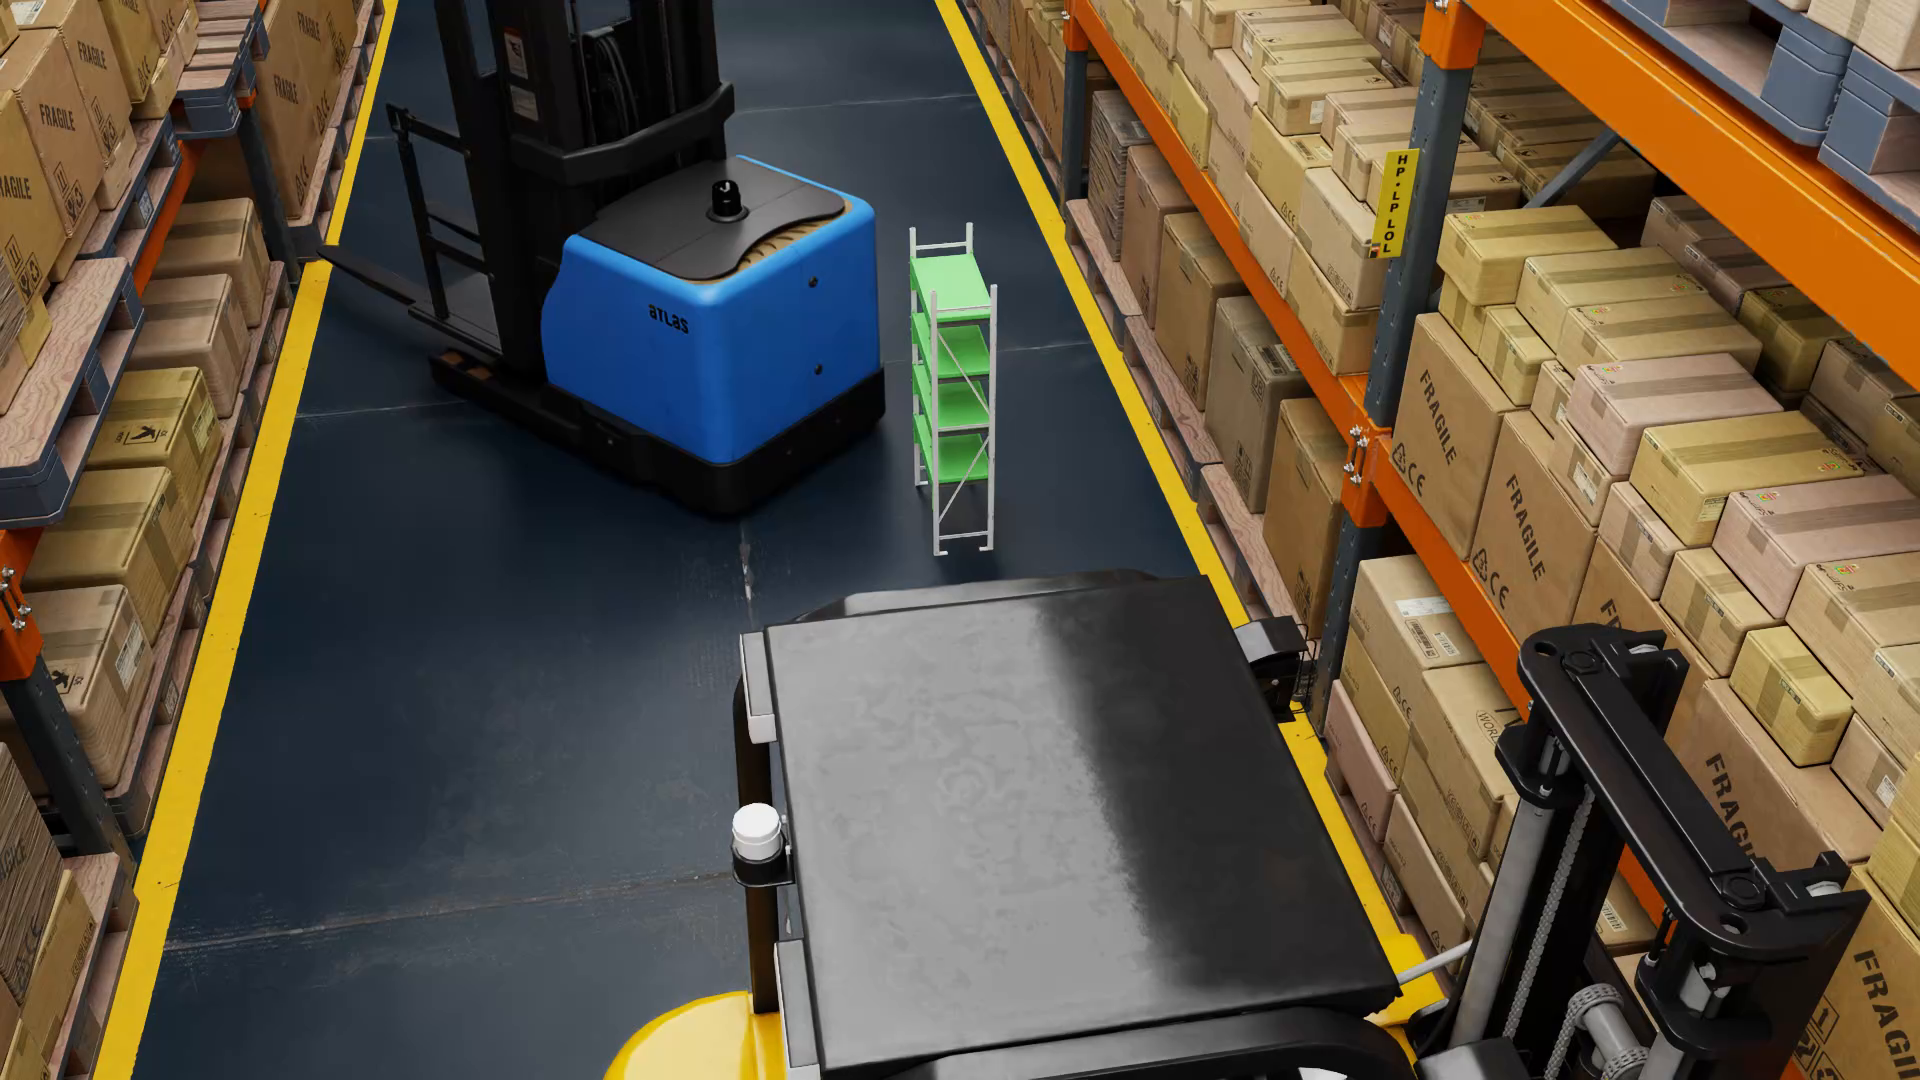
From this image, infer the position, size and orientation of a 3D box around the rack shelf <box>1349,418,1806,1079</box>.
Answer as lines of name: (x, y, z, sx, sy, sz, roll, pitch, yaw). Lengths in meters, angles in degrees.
rack shelf: (2.093, 0.921, 3.706, 1.077, 0.370, 4.000, -6, 38, -8)

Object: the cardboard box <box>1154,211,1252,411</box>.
cardboard box: (1.378, -1.037, 7.233, 0.875, 0.625, 0.625, -8, 39, -10)

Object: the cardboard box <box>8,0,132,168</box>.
cardboard box: (-3.206, -1.583, 5.677, 0.500, 0.500, 0.500, -8, 39, -10)

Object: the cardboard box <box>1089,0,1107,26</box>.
cardboard box: (0.879, -2.634, 7.817, 0.500, 0.250, 0.500, -6, 38, -8)

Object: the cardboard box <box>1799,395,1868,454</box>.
cardboard box: (2.252, -0.240, 4.003, 0.380, 0.149, 0.250, -6, 38, -8)

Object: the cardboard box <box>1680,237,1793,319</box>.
cardboard box: (2.099, -0.668, 4.312, 0.380, 0.149, 0.250, -7, 38, -9)

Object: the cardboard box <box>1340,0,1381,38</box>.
cardboard box: (1.671, -2.028, 6.305, 0.380, 0.149, 0.250, -6, 38, -8)

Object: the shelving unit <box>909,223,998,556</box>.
shelving unit: (-0.029, -0.574, 6.511, 0.258, 1.200, 0.503, -6, 38, -8)

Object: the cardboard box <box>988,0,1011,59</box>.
cardboard box: (0.474, -3.329, 10.285, 0.500, 0.500, 0.500, -8, 38, -10)

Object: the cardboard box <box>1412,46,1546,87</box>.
cardboard box: (1.789, -1.573, 5.719, 0.380, 0.149, 0.250, -7, 38, -8)

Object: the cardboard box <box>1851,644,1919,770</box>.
cardboard box: (1.899, 0.312, 3.050, 0.380, 0.149, 0.250, -6, 38, -7)

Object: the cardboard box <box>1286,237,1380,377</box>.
cardboard box: (1.397, -0.788, 5.442, 0.500, 0.250, 0.500, -5, 38, -7)

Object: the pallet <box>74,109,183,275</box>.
pallet: (-3.457, -1.184, 5.985, 1.003, 0.211, 1.213, -6, 38, -8)

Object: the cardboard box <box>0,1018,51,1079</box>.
cardboard box: (-2.672, 1.534, 4.230, 0.500, 0.250, 0.500, -7, 38, -9)

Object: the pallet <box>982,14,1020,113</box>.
pallet: (0.737, -3.076, 10.538, 1.003, 0.211, 1.213, -6, 38, -8)

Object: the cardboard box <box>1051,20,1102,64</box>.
cardboard box: (0.706, -2.693, 8.938, 0.380, 0.149, 0.250, -8, 39, -10)

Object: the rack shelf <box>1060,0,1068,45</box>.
rack shelf: (0.691, -3.911, 9.926, 1.077, 0.370, 4.000, -6, 38, -8)

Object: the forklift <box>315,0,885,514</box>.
forklift: (-1.802, -2.009, 6.946, 3.031, 2.935, 1.130, 26, 45, 29)

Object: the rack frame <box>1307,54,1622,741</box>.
rack frame: (1.743, -0.571, 5.040, 1.000, 3.000, 0.127, -6, 38, -8)

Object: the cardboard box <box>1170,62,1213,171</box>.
cardboard box: (1.148, -1.705, 6.623, 0.500, 0.250, 0.500, -5, 38, -6)

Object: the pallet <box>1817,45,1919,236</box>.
pallet: (2.128, -0.473, 2.541, 1.003, 0.211, 1.213, -6, 38, -8)

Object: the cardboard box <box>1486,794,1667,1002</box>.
cardboard box: (1.697, 0.889, 4.244, 0.500, 0.250, 0.500, -5, 38, -6)

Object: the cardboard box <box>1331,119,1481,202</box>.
cardboard box: (1.401, -1.203, 5.244, 0.380, 0.149, 0.250, -7, 38, -9)

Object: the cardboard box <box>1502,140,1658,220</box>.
cardboard box: (1.892, -1.102, 5.113, 0.380, 0.149, 0.250, -7, 38, -9)

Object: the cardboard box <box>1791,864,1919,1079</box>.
cardboard box: (1.927, 0.913, 3.049, 0.500, 0.500, 0.500, -7, 38, -9)

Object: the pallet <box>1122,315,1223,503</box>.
pallet: (1.358, -0.649, 7.414, 1.003, 0.211, 1.213, -6, 38, -8)

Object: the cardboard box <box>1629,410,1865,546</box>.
cardboard box: (1.711, -0.138, 3.630, 0.380, 0.149, 0.250, -7, 38, -9)

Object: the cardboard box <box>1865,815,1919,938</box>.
cardboard box: (1.858, 0.598, 2.925, 0.380, 0.149, 0.250, -6, 38, -8)

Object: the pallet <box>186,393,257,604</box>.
pallet: (-3.499, -0.142, 6.761, 1.003, 0.211, 1.213, -6, 38, -8)

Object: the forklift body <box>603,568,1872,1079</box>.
forklift body: (0.315, 1.231, 3.412, 2.313, 2.155, 1.214, -6, 38, -8)

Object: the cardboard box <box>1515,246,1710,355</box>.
cardboard box: (1.659, -0.613, 4.242, 0.380, 0.149, 0.250, -6, 38, -7)

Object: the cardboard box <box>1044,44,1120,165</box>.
cardboard box: (0.756, -2.398, 9.087, 0.500, 0.500, 0.500, -5, 38, -7)

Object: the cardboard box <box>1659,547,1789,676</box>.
cardboard box: (1.736, 0.130, 3.527, 0.380, 0.149, 0.250, -7, 38, -9)

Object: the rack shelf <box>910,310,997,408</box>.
rack shelf: (-0.029, -0.713, 6.403, 0.258, 0.148, 0.480, -6, 38, -8)

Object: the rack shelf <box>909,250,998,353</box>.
rack shelf: (-0.029, -0.902, 6.255, 0.258, 0.148, 0.480, -6, 38, -8)

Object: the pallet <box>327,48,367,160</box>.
pallet: (-4.119, -2.569, 9.885, 1.003, 0.211, 1.213, -6, 38, -8)

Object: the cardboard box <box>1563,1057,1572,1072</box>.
cardboard box: (1.778, 1.391, 4.006, 0.500, 0.250, 0.500, -6, 38, -8)

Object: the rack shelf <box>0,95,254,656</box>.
rack shelf: (-3.494, -0.959, 6.126, 1.077, 0.370, 4.000, -6, 38, -8)

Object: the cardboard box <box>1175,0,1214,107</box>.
cardboard box: (1.154, -1.905, 6.471, 0.500, 0.250, 0.500, -6, 38, -7)

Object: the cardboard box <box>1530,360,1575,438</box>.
cardboard box: (1.660, -0.335, 4.126, 0.380, 0.149, 0.250, -6, 38, -8)

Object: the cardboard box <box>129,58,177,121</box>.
cardboard box: (-3.251, -1.726, 6.389, 0.380, 0.149, 0.250, -6, 38, -7)

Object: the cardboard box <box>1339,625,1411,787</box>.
cardboard box: (1.524, 0.477, 5.183, 0.500, 0.250, 0.500, -6, 38, -8)

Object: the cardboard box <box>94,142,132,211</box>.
cardboard box: (-3.130, -1.260, 5.789, 0.380, 0.149, 0.250, -5, 38, -6)

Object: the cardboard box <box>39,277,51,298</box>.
cardboard box: (-3.089, -0.784, 5.177, 0.380, 0.149, 0.250, -4, 38, -5)

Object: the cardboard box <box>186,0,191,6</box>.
cardboard box: (-3.491, -2.529, 6.894, 0.500, 0.500, 0.500, -7, 38, -9)

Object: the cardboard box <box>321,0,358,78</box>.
cardboard box: (-4.192, -3.283, 9.921, 0.875, 0.875, 0.875, -5, 38, -7)

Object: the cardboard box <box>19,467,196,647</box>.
cardboard box: (-3.367, 0.086, 5.993, 0.950, 0.372, 0.625, -4, 38, -5)

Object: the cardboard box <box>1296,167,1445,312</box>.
cardboard box: (1.405, -0.978, 5.279, 0.500, 0.250, 0.500, -7, 38, -9)

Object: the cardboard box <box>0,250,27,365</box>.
cardboard box: (-2.943, -0.672, 4.503, 0.500, 0.500, 0.500, -5, 38, -7)

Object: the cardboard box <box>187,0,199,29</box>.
cardboard box: (-3.437, -2.191, 6.987, 0.380, 0.149, 0.250, -6, 38, -7)

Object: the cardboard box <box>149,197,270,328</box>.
cardboard box: (-3.755, -1.237, 7.697, 0.950, 0.372, 0.625, -9, 39, -11)

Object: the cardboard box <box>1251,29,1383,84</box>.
cardboard box: (1.249, -1.666, 5.839, 0.380, 0.149, 0.250, -7, 38, -9)

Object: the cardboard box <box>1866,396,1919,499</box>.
cardboard box: (2.290, -0.206, 3.718, 0.380, 0.149, 0.250, -7, 38, -9)

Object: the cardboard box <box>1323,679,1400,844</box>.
cardboard box: (1.502, 0.677, 5.333, 0.500, 0.250, 0.500, -6, 38, -7)

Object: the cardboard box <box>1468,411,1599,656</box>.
cardboard box: (1.671, -0.002, 4.226, 0.500, 0.500, 0.500, -6, 38, -7)

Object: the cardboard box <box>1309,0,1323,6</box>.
cardboard box: (1.185, -2.133, 6.441, 0.380, 0.149, 0.250, -6, 38, -8)
